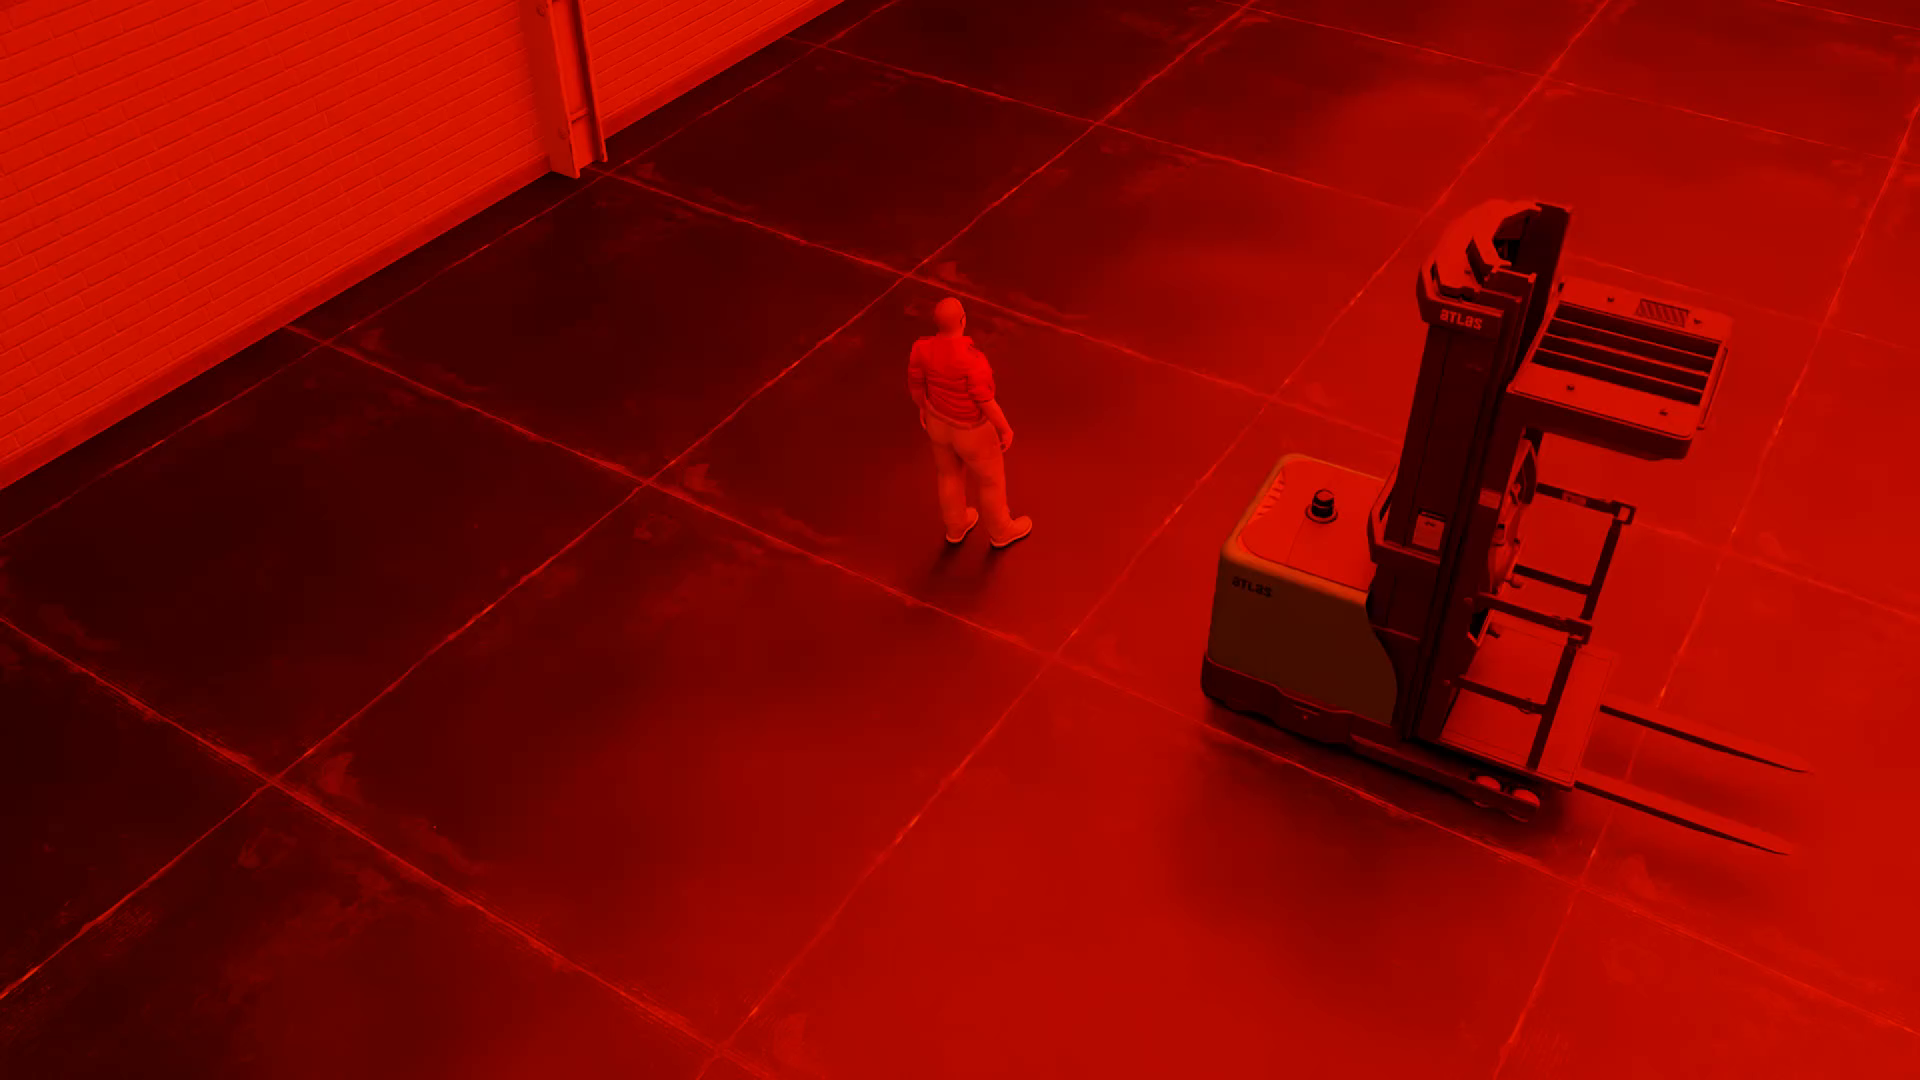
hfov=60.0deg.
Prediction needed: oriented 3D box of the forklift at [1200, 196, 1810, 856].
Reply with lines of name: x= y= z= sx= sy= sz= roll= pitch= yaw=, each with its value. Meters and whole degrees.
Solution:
forklift: x=2.871 y=-0.072 z=8.052 sx=3.031 sy=2.935 sz=1.130 roll=19 pitch=44 yaw=21

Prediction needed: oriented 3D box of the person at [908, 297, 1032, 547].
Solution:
person: x=0.058 y=-0.709 z=9.723 sx=0.640 sy=1.727 sz=0.551 roll=22 pitch=45 yaw=24
